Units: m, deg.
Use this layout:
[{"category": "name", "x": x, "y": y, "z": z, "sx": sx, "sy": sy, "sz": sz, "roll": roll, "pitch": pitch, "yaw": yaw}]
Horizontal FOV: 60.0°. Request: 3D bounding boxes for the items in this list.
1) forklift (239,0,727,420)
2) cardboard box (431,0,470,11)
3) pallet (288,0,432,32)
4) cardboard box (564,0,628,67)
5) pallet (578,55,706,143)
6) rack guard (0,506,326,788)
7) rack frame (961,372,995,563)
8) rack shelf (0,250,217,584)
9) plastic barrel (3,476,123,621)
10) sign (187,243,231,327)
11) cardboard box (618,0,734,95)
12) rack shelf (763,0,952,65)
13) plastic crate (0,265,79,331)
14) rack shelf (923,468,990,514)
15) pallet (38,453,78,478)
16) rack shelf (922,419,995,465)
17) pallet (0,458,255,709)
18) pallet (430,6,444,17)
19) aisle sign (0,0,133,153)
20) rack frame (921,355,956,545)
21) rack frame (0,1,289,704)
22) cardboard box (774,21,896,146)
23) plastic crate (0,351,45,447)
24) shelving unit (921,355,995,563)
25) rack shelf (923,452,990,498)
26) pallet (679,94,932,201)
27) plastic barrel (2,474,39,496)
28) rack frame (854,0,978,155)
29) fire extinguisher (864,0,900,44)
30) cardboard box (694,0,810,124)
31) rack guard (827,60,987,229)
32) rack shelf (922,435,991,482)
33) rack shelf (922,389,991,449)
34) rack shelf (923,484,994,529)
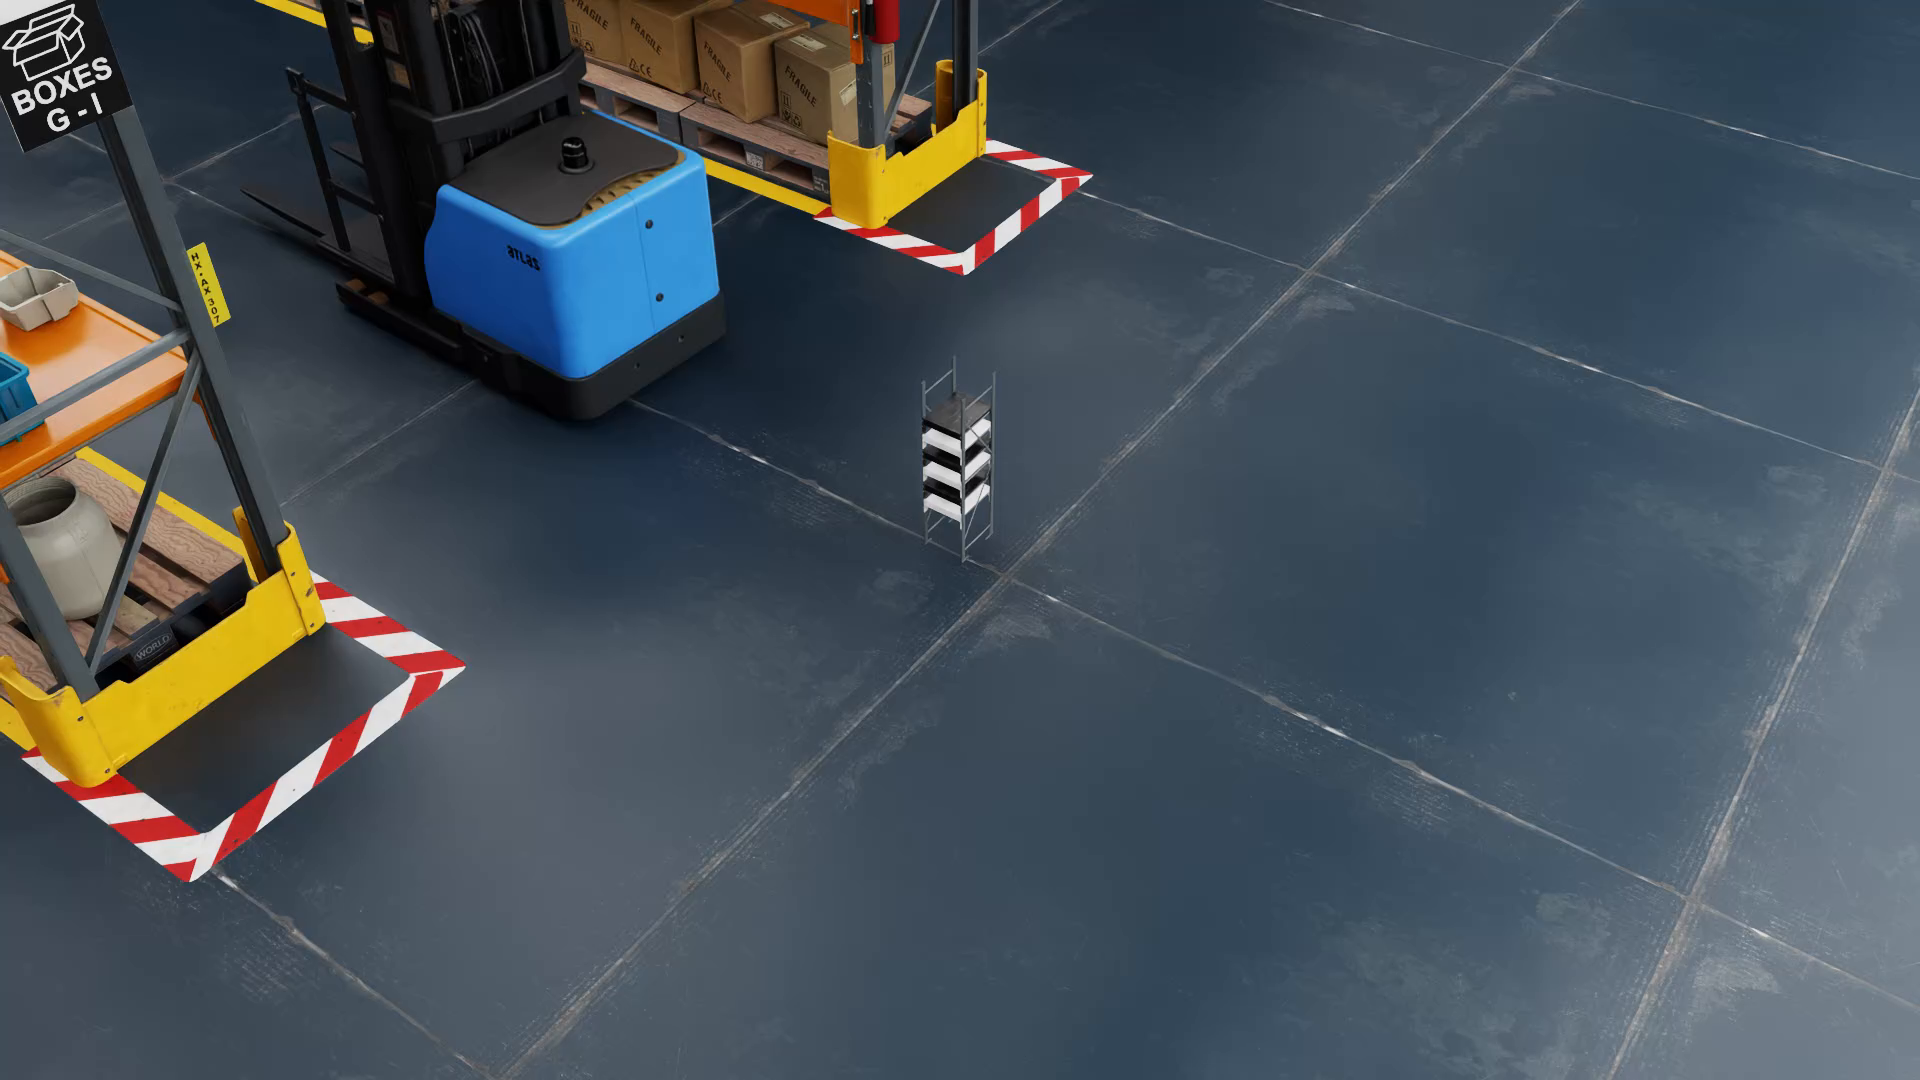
[{"category": "forklift", "x": -2.681, "y": -2.484, "z": 8.076, "sx": 3.031, "sy": 2.935, "sz": 1.130, "roll": 27, "pitch": 49, "yaw": 27}, {"category": "cardboard box", "x": -3.201, "y": -3.809, "z": 11.065, "sx": 0.500, "sy": 0.500, "sz": 0.500, "roll": 24, "pitch": 47, "yaw": 24}, {"category": "pallet", "x": -4.143, "y": -4.017, "z": 11.829, "sx": 1.213, "sy": 0.211, "sz": 1.003, "roll": 25, "pitch": 48, "yaw": 25}, {"category": "cardboard box", "x": -2.174, "y": -3.399, "z": 10.607, "sx": 0.500, "sy": 0.500, "sz": 0.500, "roll": 21, "pitch": 46, "yaw": 22}, {"category": "pallet", "x": -1.932, "y": -3.015, "z": 10.710, "sx": 1.213, "sy": 0.211, "sz": 1.003, "roll": 25, "pitch": 48, "yaw": 25}, {"category": "rack guard", "x": -3.163, "y": 0.405, "z": 6.671, "sx": 0.348, "sy": 0.500, "sz": 1.175, "roll": 25, "pitch": 48, "yaw": 25}, {"category": "rack frame", "x": 0.077, "y": -0.300, "z": 7.158, "sx": 0.006, "sy": 0.900, "sz": 0.240, "roll": 25, "pitch": 48, "yaw": 25}, {"category": "rack shelf", "x": -4.712, "y": -1.021, "z": 6.929, "sx": 4.000, "sy": 0.370, "sz": 1.077, "roll": 25, "pitch": 48, "yaw": 25}, {"category": "plastic barrel", "x": -3.657, "y": 0.037, "z": 6.758, "sx": 0.421, "sy": 0.512, "sz": 0.421, "roll": 0, "pitch": 42, "yaw": 0}, {"category": "sign", "x": -2.755, "y": -0.925, "z": 6.075, "sx": 0.005, "sy": 0.325, "sz": 0.100, "roll": 25, "pitch": 48, "yaw": 25}, {"category": "cardboard box", "x": -1.743, "y": -3.161, "z": 10.341, "sx": 0.500, "sy": 0.500, "sz": 0.500, "roll": 30, "pitch": 50, "yaw": 29}, {"category": "rack shelf", "x": -1.868, "y": -3.725, "z": 9.951, "sx": 4.000, "sy": 0.370, "sz": 1.077, "roll": 25, "pitch": 48, "yaw": 25}, {"category": "plastic crate", "x": -3.622, "y": -0.943, "z": 6.501, "sx": 0.250, "sy": 0.136, "sz": 0.298, "roll": 25, "pitch": 48, "yaw": 25}, {"category": "rack shelf", "x": -0.007, "y": -0.247, "z": 7.284, "sx": 0.200, "sy": 0.077, "sz": 0.258, "roll": 25, "pitch": 48, "yaw": 25}, {"category": "pallet", "x": -4.820, "y": -0.269, "z": 7.641, "sx": 1.213, "sy": 0.211, "sz": 1.003, "roll": 25, "pitch": 48, "yaw": 25}, {"category": "rack shelf", "x": -0.007, "y": -0.448, "z": 7.104, "sx": 0.200, "sy": 0.077, "sz": 0.258, "roll": 25, "pitch": 48, "yaw": 25}, {"category": "pallet", "x": -3.825, "y": 0.199, "z": 7.118, "sx": 1.213, "sy": 0.211, "sz": 1.003, "roll": 25, "pitch": 48, "yaw": 25}, {"category": "pallet", "x": -2.935, "y": -3.482, "z": 11.231, "sx": 1.213, "sy": 0.211, "sz": 1.003, "roll": 25, "pitch": 48, "yaw": 25}, {"category": "aisle sign", "x": -2.847, "y": -1.624, "z": 5.115, "sx": 0.004, "sy": 0.787, "sz": 0.394, "roll": 25, "pitch": 48, "yaw": 25}, {"category": "rack frame", "x": -0.090, "y": -0.377, "z": 7.245, "sx": 0.006, "sy": 0.900, "sz": 0.240, "roll": 25, "pitch": 48, "yaw": 25}, {"category": "rack frame", "x": -3.074, "y": -0.523, "z": 5.834, "sx": 0.127, "sy": 3.000, "sz": 1.000, "roll": 25, "pitch": 48, "yaw": 25}, {"category": "cardboard box", "x": -0.732, "y": -2.700, "z": 9.826, "sx": 0.500, "sy": 0.500, "sz": 0.500, "roll": -33, "pitch": 51, "yaw": -31}, {"category": "plastic crate", "x": -3.656, "y": -0.496, "z": 5.915, "sx": 0.616, "sy": 0.251, "sz": 0.499, "roll": 25, "pitch": 48, "yaw": 25}, {"category": "shelving unit", "x": -0.007, "y": -0.338, "z": 7.202, "sx": 0.210, "sy": 0.900, "sz": 0.258, "roll": 25, "pitch": 48, "yaw": 25}, {"category": "rack shelf", "x": -0.007, "y": -0.314, "z": 7.224, "sx": 0.200, "sy": 0.077, "sz": 0.258, "roll": 25, "pitch": 48, "yaw": 25}, {"category": "pallet", "x": -0.937, "y": -2.548, "z": 10.187, "sx": 1.213, "sy": 0.211, "sz": 1.003, "roll": 25, "pitch": 48, "yaw": 25}, {"category": "plastic barrel", "x": -4.067, "y": -0.155, "z": 6.973, "sx": 0.421, "sy": 0.512, "sz": 0.421, "roll": 0, "pitch": 42, "yaw": 0}, {"category": "rack frame", "x": -0.230, "y": -3.227, "z": 8.856, "sx": 0.127, "sy": 3.000, "sz": 1.000, "roll": 25, "pitch": 48, "yaw": 25}, {"category": "fire extinguisher", "x": -0.401, "y": -2.903, "z": 8.551, "sx": 0.183, "sy": 0.674, "sz": 0.296, "roll": 25, "pitch": 48, "yaw": 25}, {"category": "cardboard box", "x": -1.241, "y": -2.911, "z": 10.061, "sx": 0.500, "sy": 0.500, "sz": 0.500, "roll": -29, "pitch": 49, "yaw": -28}, {"category": "rack guard", "x": -0.292, "y": -2.325, "z": 9.722, "sx": 0.348, "sy": 0.500, "sz": 1.175, "roll": 25, "pitch": 48, "yaw": 25}, {"category": "rack shelf", "x": -0.007, "y": -0.381, "z": 7.164, "sx": 0.200, "sy": 0.077, "sz": 0.258, "roll": 25, "pitch": 48, "yaw": 25}, {"category": "rack shelf", "x": -0.007, "y": -0.515, "z": 7.044, "sx": 0.200, "sy": 0.077, "sz": 0.258, "roll": 25, "pitch": 48, "yaw": 25}, {"category": "rack shelf", "x": -0.007, "y": -0.179, "z": 7.344, "sx": 0.200, "sy": 0.077, "sz": 0.258, "roll": 25, "pitch": 48, "yaw": 25}]
